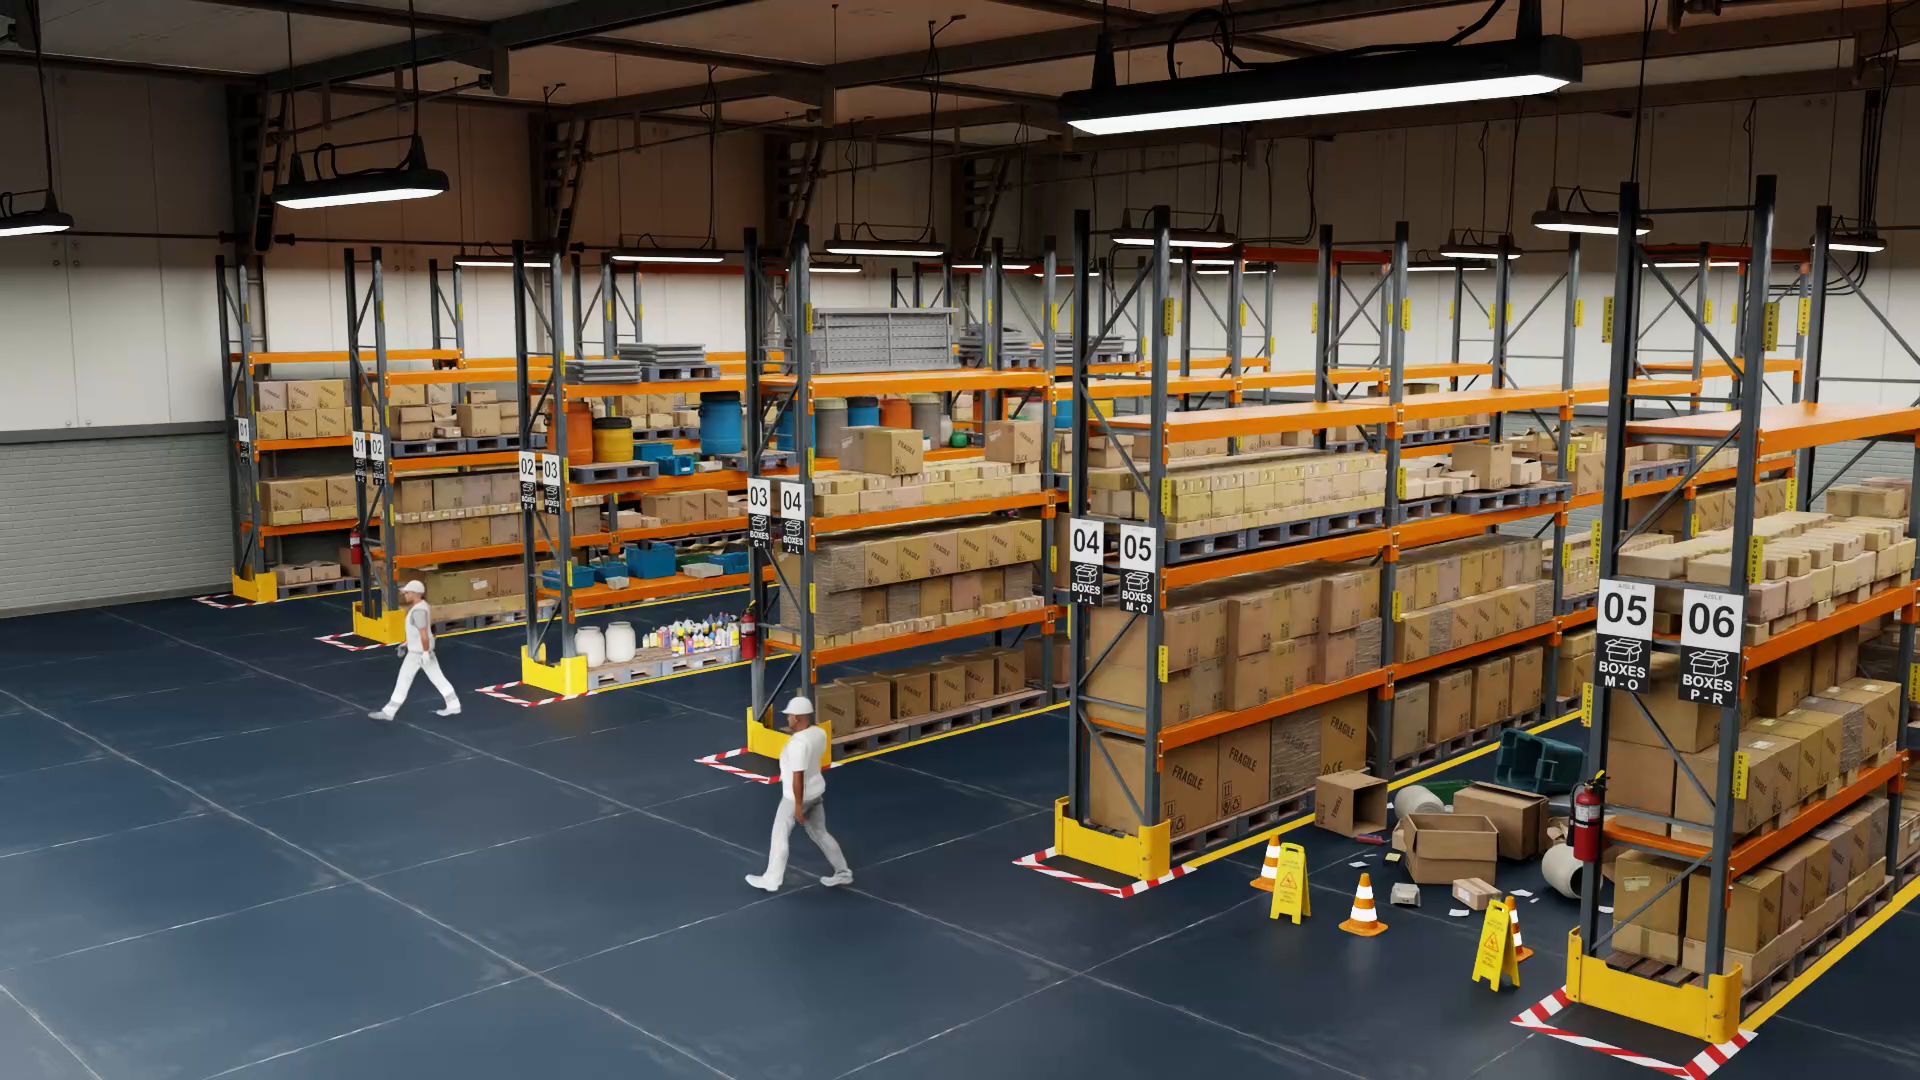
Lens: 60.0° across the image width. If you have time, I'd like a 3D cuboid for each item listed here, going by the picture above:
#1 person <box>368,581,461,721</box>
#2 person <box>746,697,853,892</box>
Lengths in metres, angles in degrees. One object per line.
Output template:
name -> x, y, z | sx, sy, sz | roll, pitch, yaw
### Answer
person -> -6.798, 1.359, 20.682 | 1.064, 1.723, 0.549 | -1, 8, -6
person -> -1.415, 2.245, 14.701 | 0.901, 1.748, 0.570 | 4, 9, 24
